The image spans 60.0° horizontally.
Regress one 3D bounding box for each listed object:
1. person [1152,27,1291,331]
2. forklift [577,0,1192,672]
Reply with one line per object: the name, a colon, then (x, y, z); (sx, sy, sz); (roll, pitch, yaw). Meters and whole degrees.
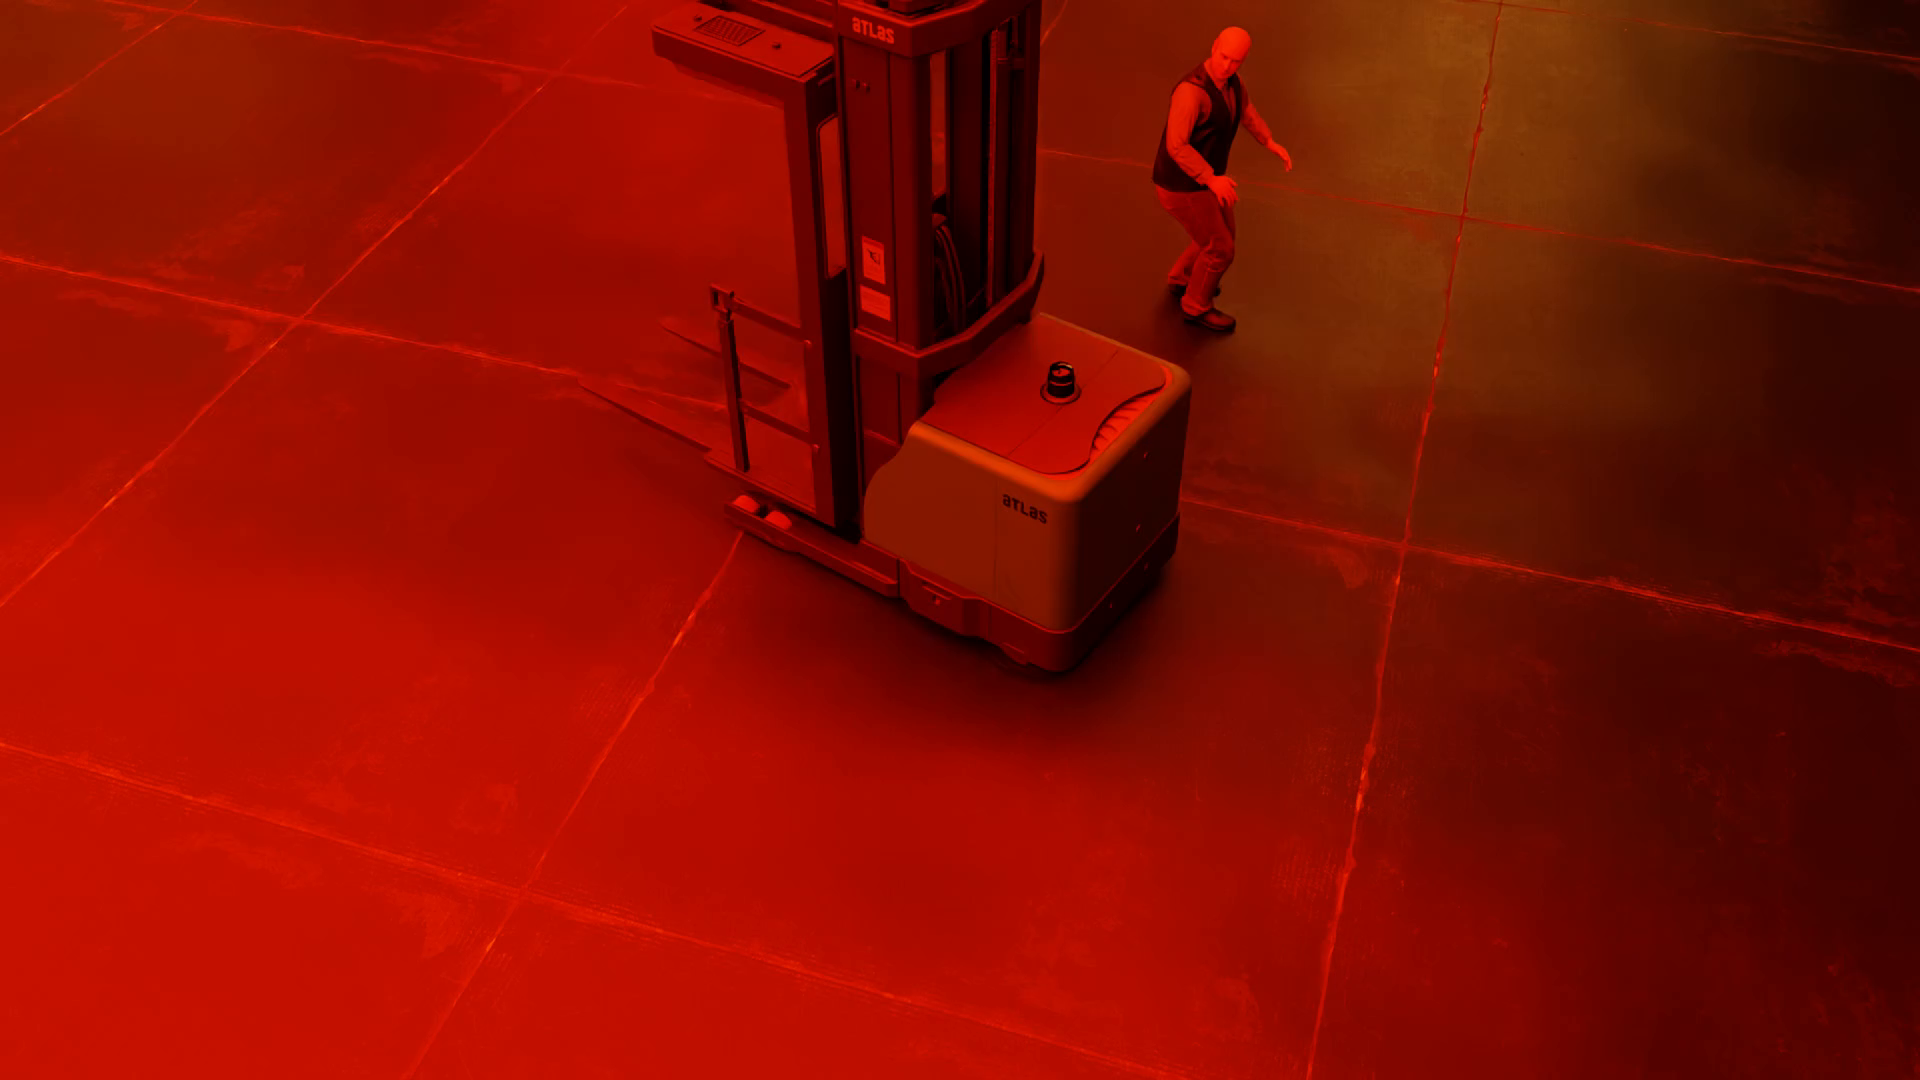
person: (1.346, -1.863, 8.657); (0.635, 1.682, 0.762); (17, 45, 17)
forklift: (-0.501, -1.310, 7.097); (3.031, 2.935, 1.130); (25, 49, 25)
